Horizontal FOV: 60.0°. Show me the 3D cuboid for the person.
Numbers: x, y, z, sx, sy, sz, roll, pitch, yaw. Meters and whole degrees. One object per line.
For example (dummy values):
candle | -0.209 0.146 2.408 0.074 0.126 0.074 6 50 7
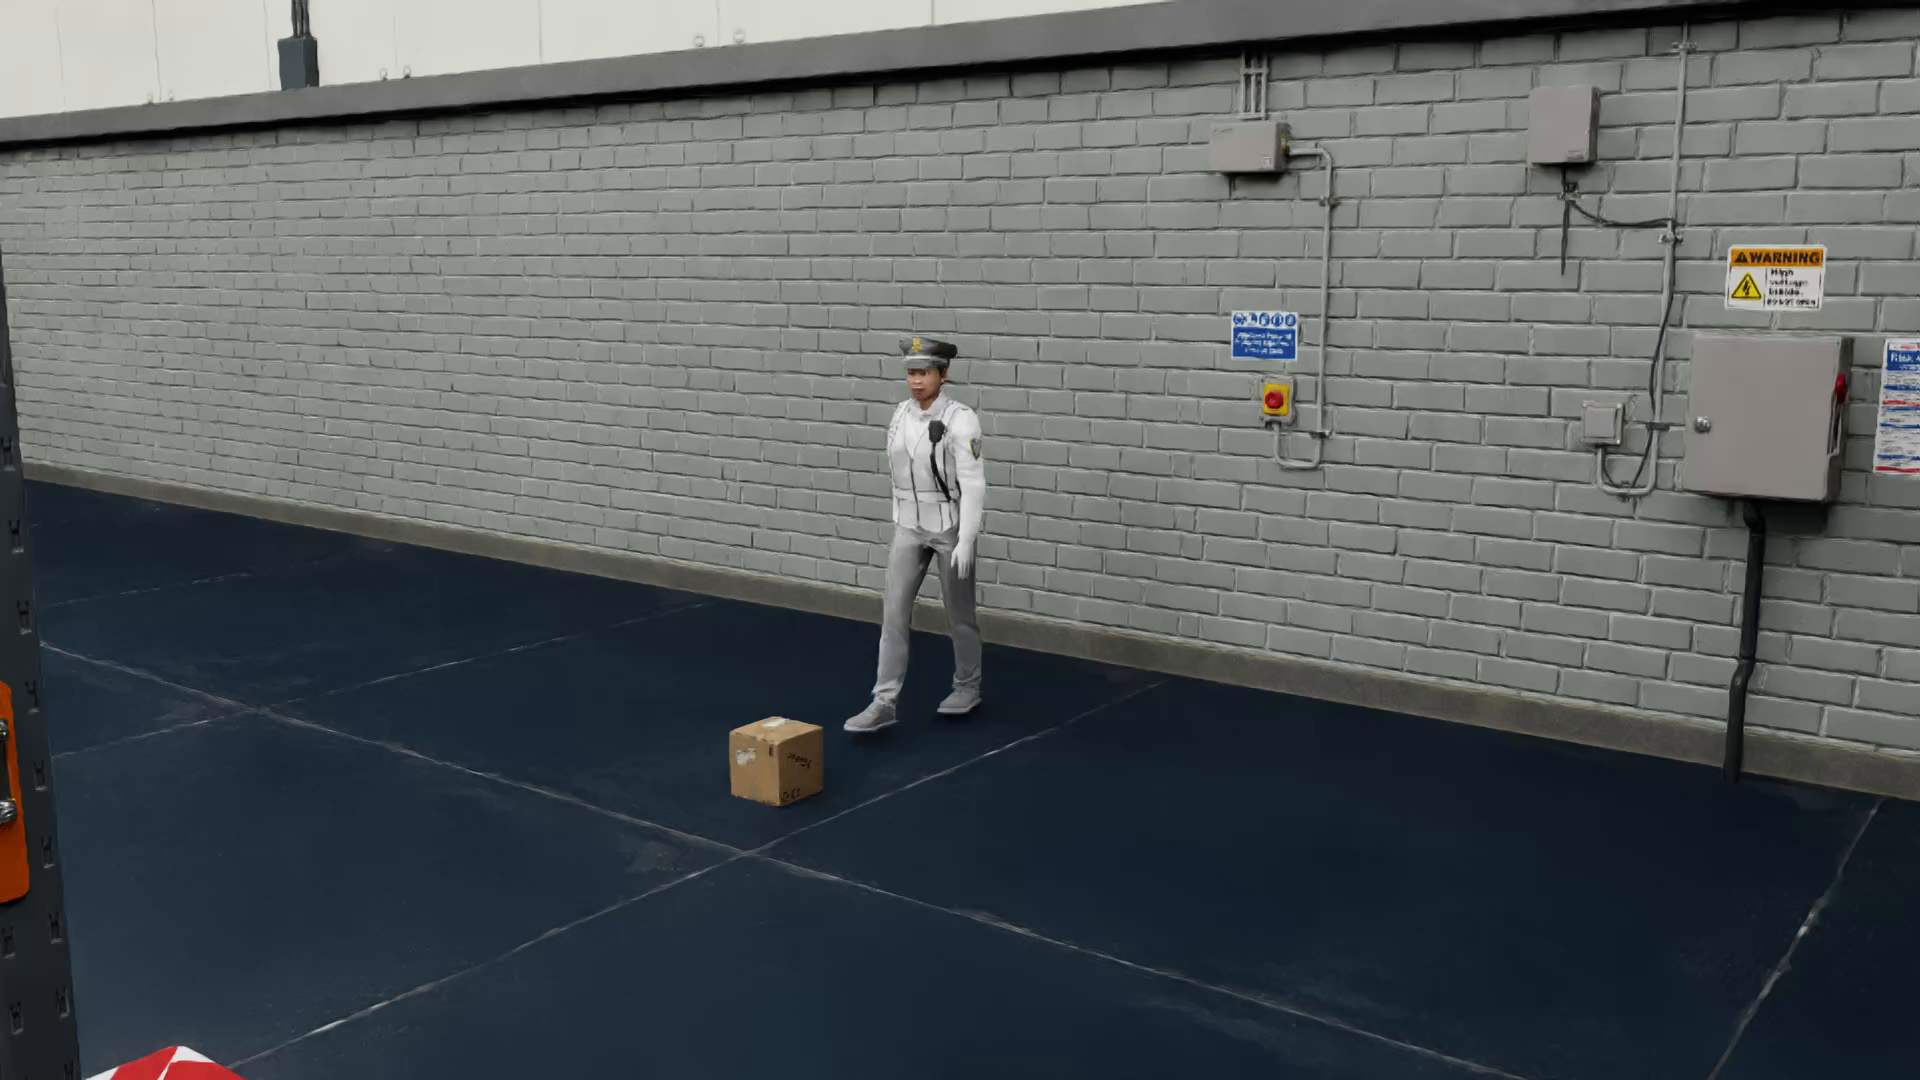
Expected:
person | -0.132 -0.031 6.962 0.502 1.643 0.786 6 11 29
